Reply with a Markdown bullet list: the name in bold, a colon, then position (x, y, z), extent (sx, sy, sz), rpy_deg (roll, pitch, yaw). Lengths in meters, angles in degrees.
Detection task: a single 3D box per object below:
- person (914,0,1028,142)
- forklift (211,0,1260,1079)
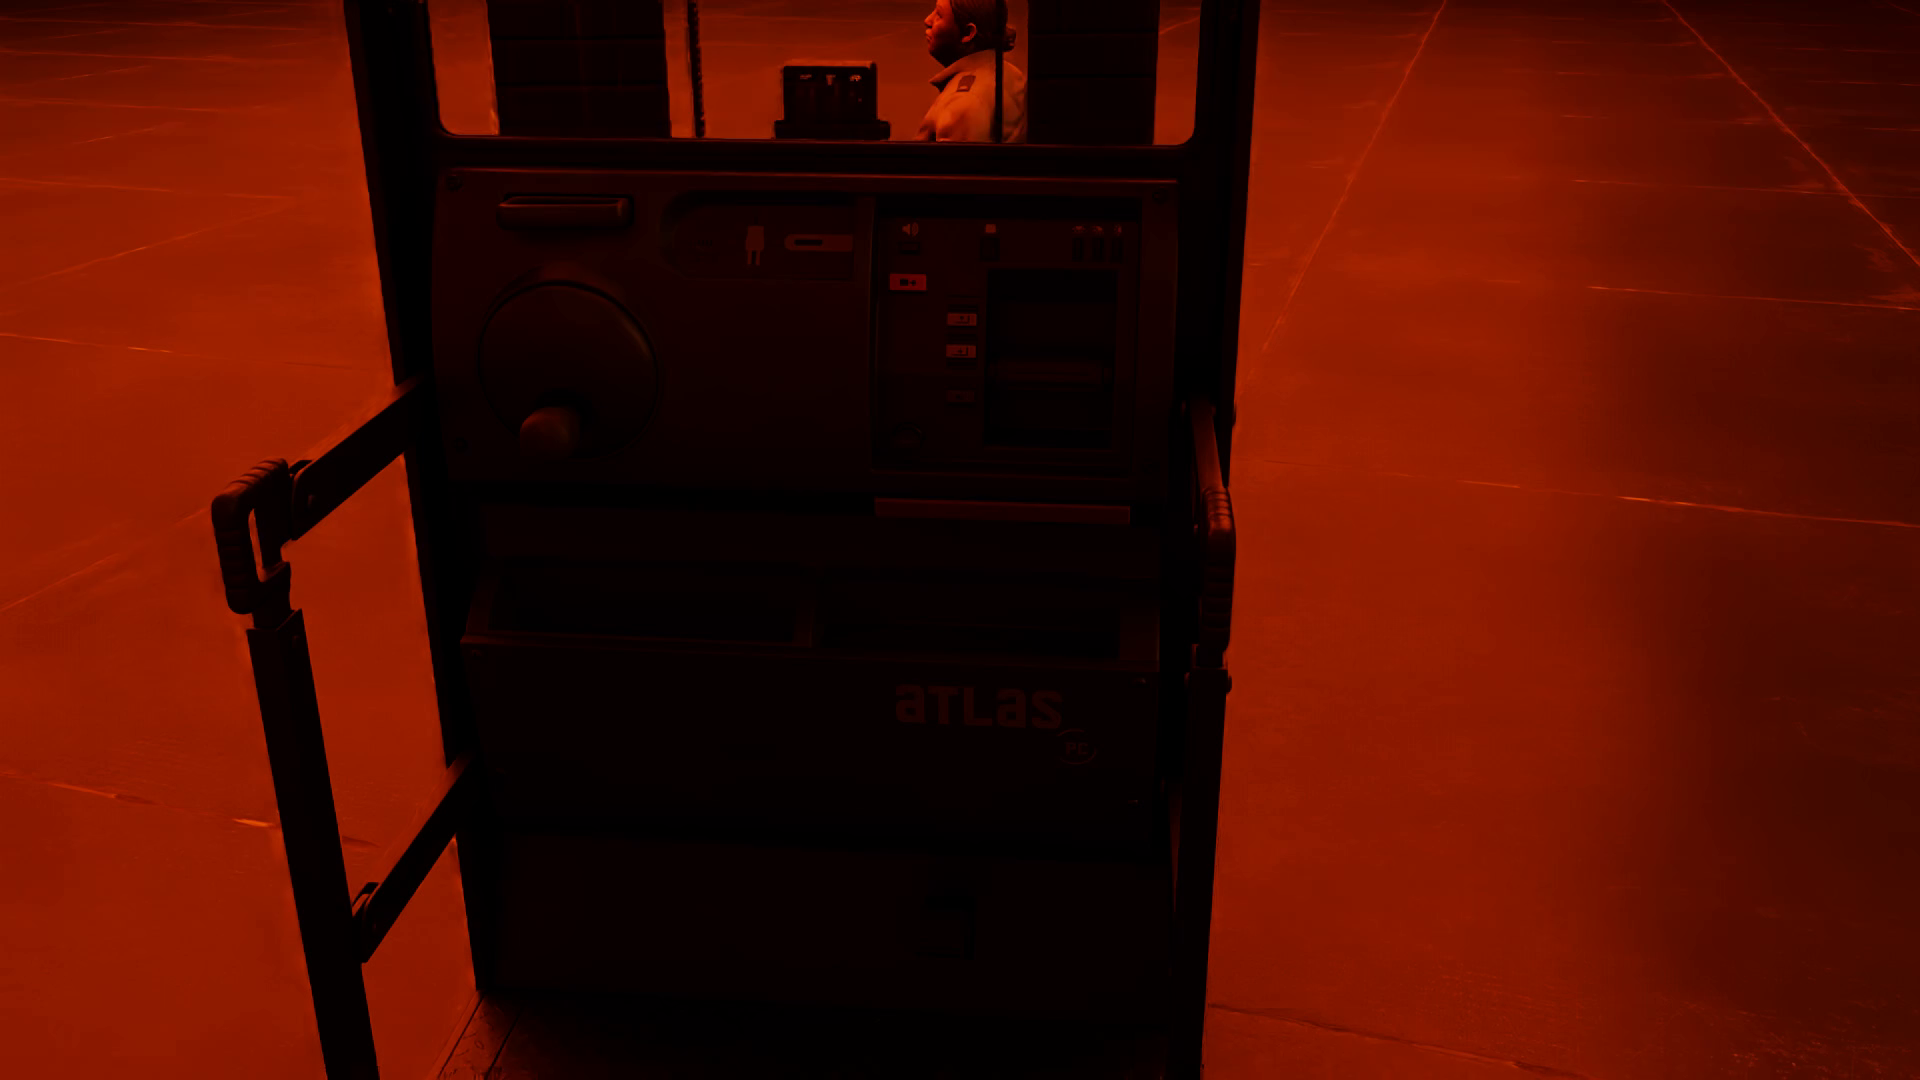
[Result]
- **person**: position (-0.079, -0.786, 4.849), extent (0.502, 1.651, 0.598), rpy_deg (7, 23, 16)
- **forklift**: position (-0.216, -0.245, 1.873), extent (1.130, 2.935, 3.031), rpy_deg (2, 23, 5)
